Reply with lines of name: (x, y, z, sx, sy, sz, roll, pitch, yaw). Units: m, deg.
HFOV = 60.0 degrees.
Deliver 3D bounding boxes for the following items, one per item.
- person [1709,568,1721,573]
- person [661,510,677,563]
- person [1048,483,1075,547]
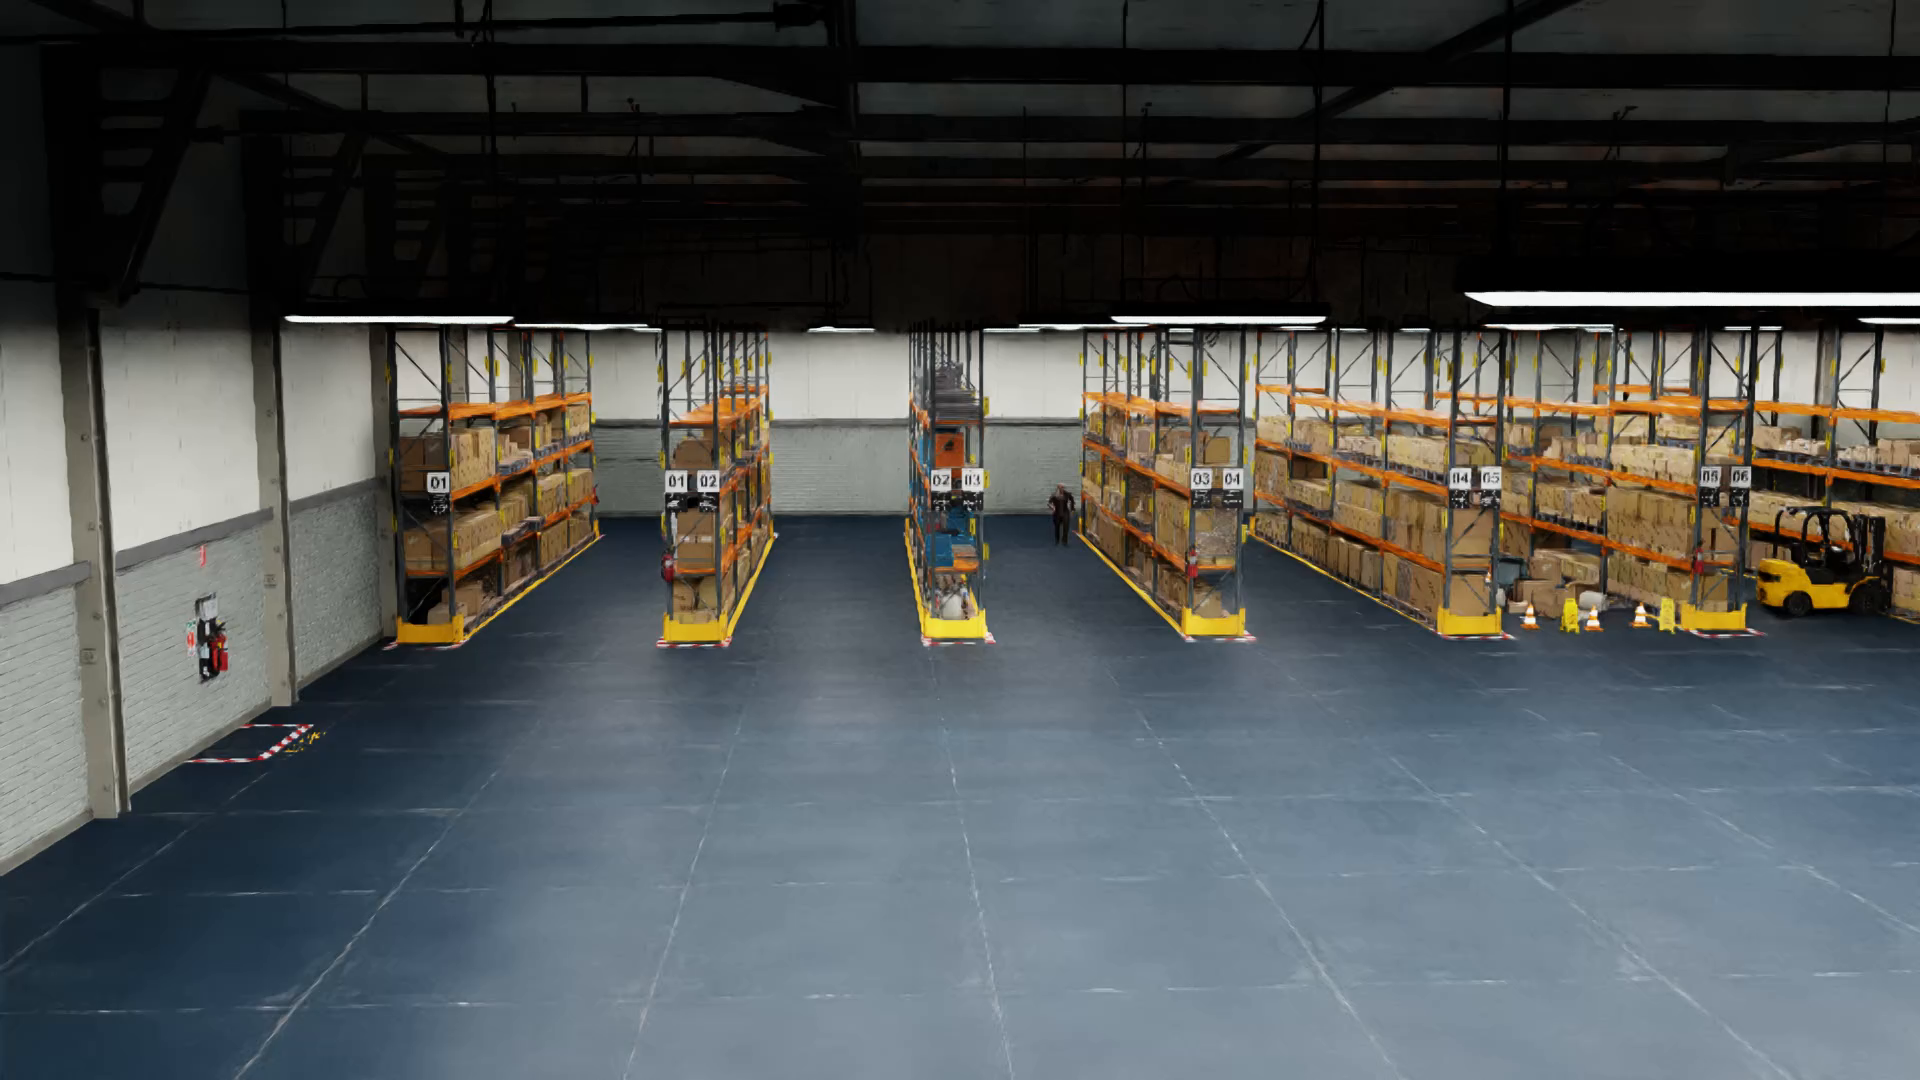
person: (16.256, 0.494, 35.872, 0.512, 1.593, 0.524, 4, 8, 28)
person: (-7.107, -0.199, 41.009, 0.544, 1.658, 1.111, 0, 7, 1)
person: (2.751, -0.710, 45.191, 0.736, 1.717, 0.903, 0, 7, 2)
